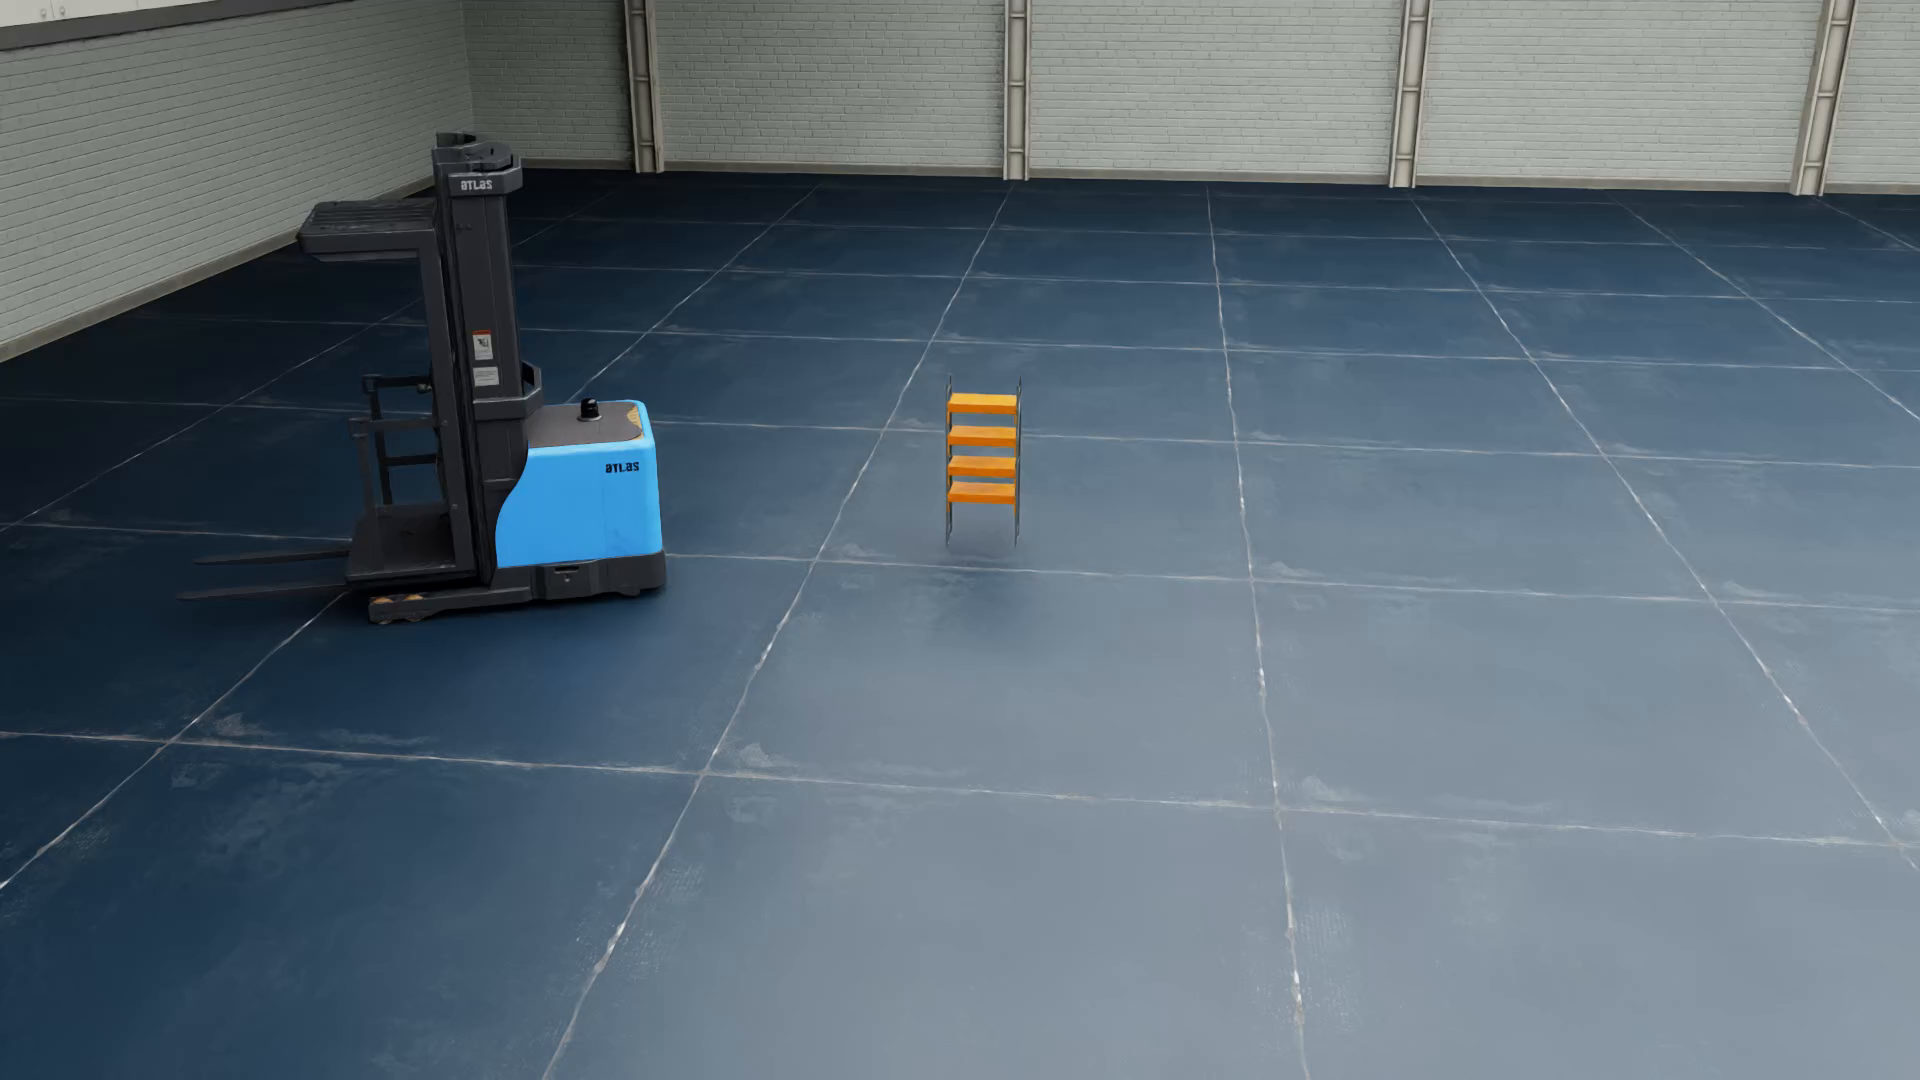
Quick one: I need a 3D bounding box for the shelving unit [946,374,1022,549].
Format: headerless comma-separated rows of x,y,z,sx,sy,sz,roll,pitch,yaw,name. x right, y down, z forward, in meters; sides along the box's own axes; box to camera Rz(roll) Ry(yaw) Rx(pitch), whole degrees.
0.164,-0.551,11.701,0.503,1.200,0.258,2,22,6,shelving unit

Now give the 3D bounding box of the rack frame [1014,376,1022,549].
0.407,-0.540,11.674,0.015,1.200,0.240,2,22,6,rack frame

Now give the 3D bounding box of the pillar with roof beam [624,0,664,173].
-5.567,-8.637,21.546,0.400,9.000,9.100,2,22,6,pillar with roof beam

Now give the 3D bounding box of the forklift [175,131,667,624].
-3.523,-1.040,10.584,3.031,2.935,1.130,-5,22,-13,forklift

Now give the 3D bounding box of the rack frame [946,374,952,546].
-0.078,-0.561,11.728,0.015,1.200,0.240,2,22,6,rack frame

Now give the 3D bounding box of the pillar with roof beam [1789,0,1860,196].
12.308,-7.858,19.576,0.400,9.000,9.100,2,22,6,pillar with roof beam

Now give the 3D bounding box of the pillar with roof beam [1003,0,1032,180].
0.391,-8.377,20.889,0.400,9.000,9.100,2,22,6,pillar with roof beam

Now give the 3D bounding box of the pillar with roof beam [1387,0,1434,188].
6.350,-8.118,20.233,0.400,9.000,9.100,2,22,6,pillar with roof beam

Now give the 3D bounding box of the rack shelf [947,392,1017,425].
0.164,-0.916,11.557,0.480,0.148,0.258,2,22,6,rack shelf

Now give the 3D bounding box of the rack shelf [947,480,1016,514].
0.164,-0.304,11.799,0.480,0.148,0.258,2,22,6,rack shelf

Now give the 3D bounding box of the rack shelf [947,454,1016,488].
0.164,-0.488,11.726,0.480,0.148,0.258,2,22,6,rack shelf

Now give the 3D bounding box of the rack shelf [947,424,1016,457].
0.164,-0.696,11.644,0.480,0.148,0.258,2,22,6,rack shelf
